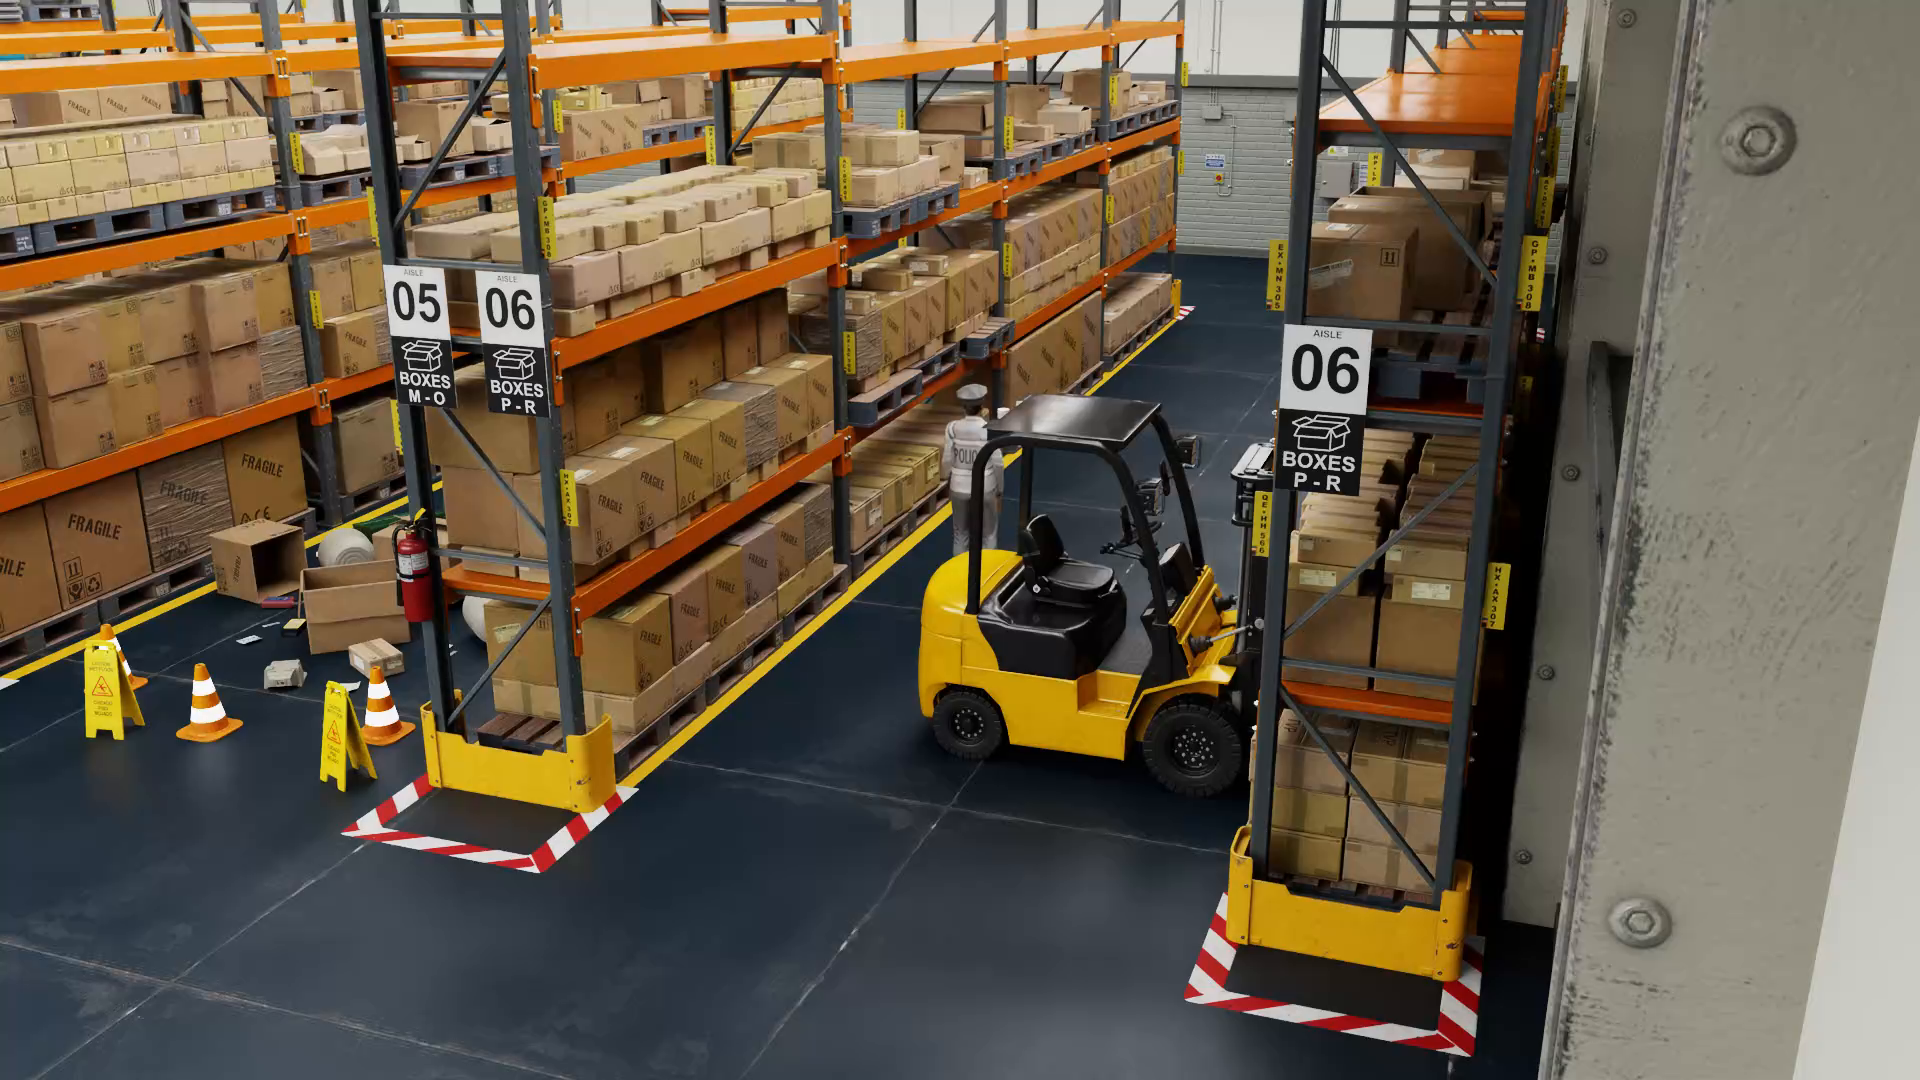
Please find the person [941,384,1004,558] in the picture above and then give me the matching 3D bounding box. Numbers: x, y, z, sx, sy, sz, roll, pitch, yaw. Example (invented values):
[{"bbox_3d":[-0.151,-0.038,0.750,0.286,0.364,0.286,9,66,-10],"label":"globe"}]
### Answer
[{"bbox_3d":[0.110,-0.397,13.201,0.504,1.678,0.372,6,20,16],"label":"person"}]
